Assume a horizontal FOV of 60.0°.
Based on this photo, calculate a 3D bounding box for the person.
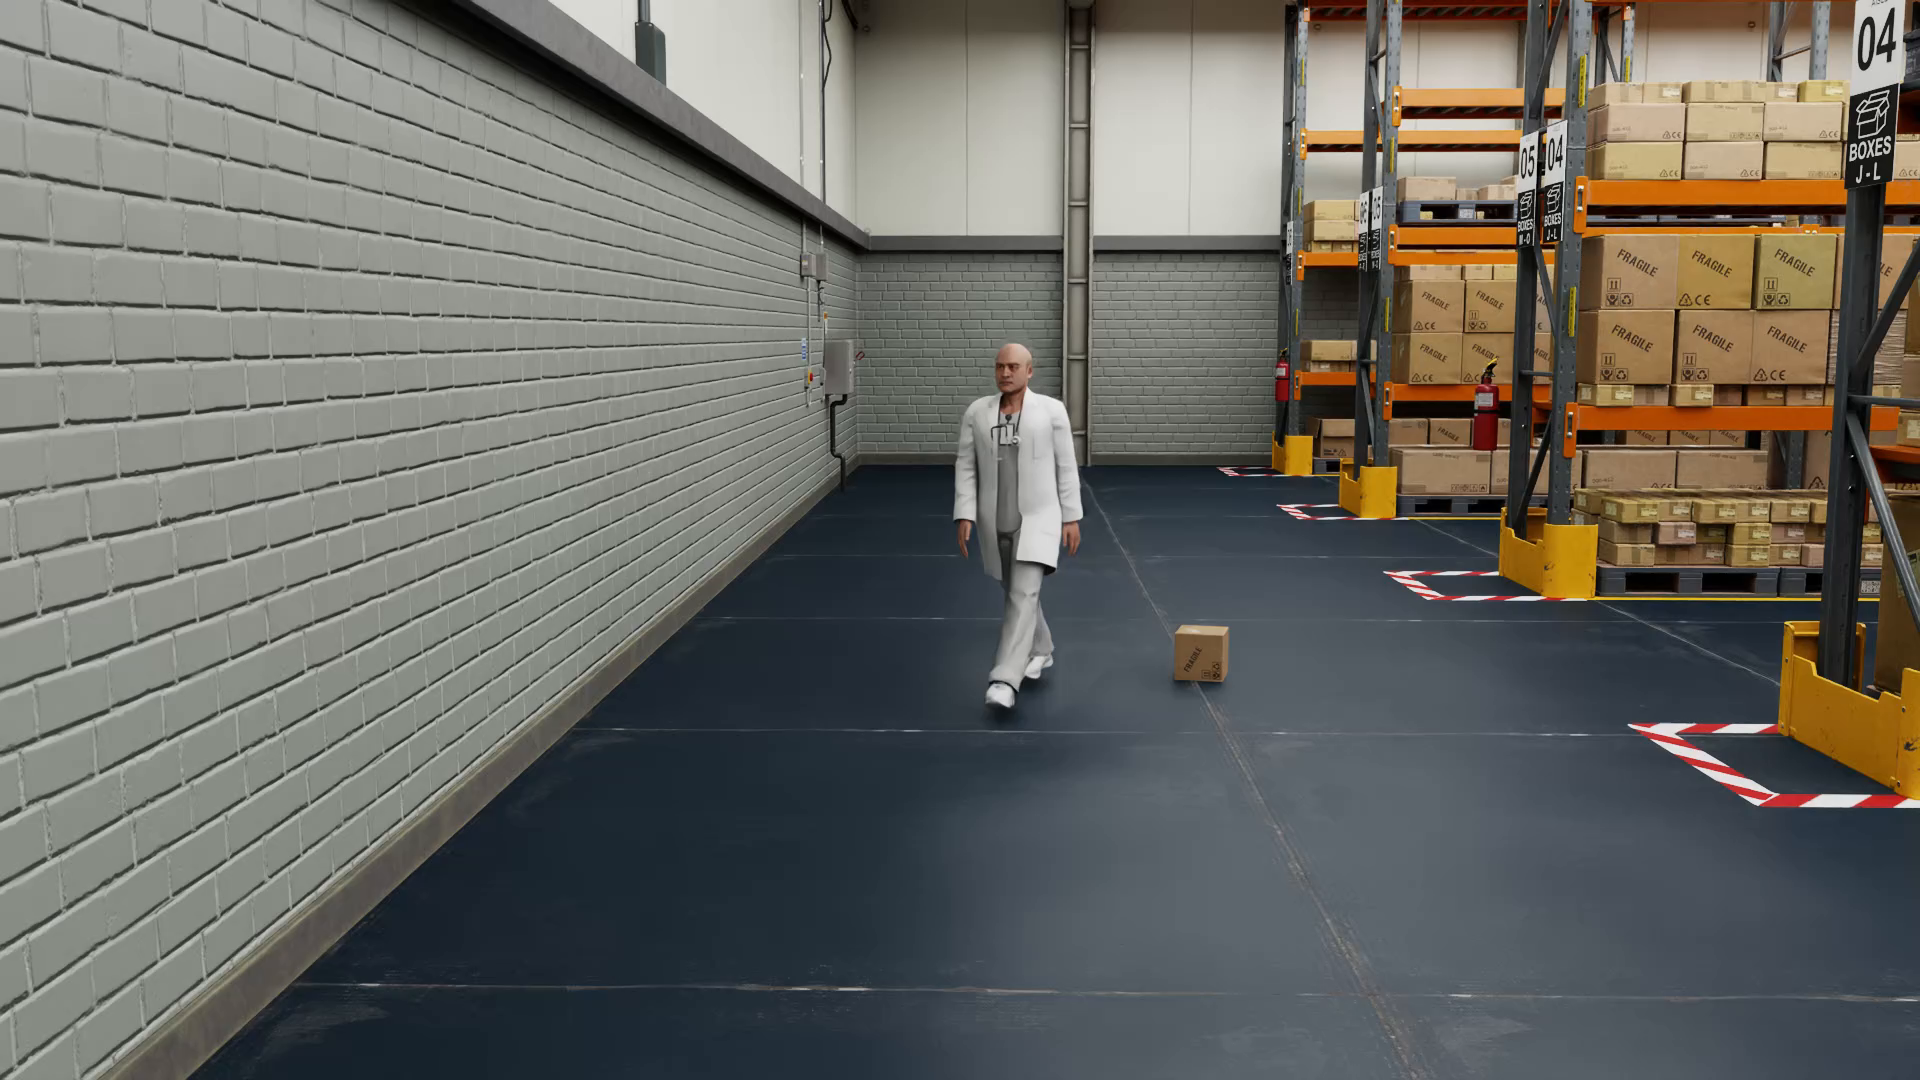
[{"bbox_3d":[0.254,-0.095,8.076,0.597,1.711,1.151,3,8,23],"label":"person"}]
